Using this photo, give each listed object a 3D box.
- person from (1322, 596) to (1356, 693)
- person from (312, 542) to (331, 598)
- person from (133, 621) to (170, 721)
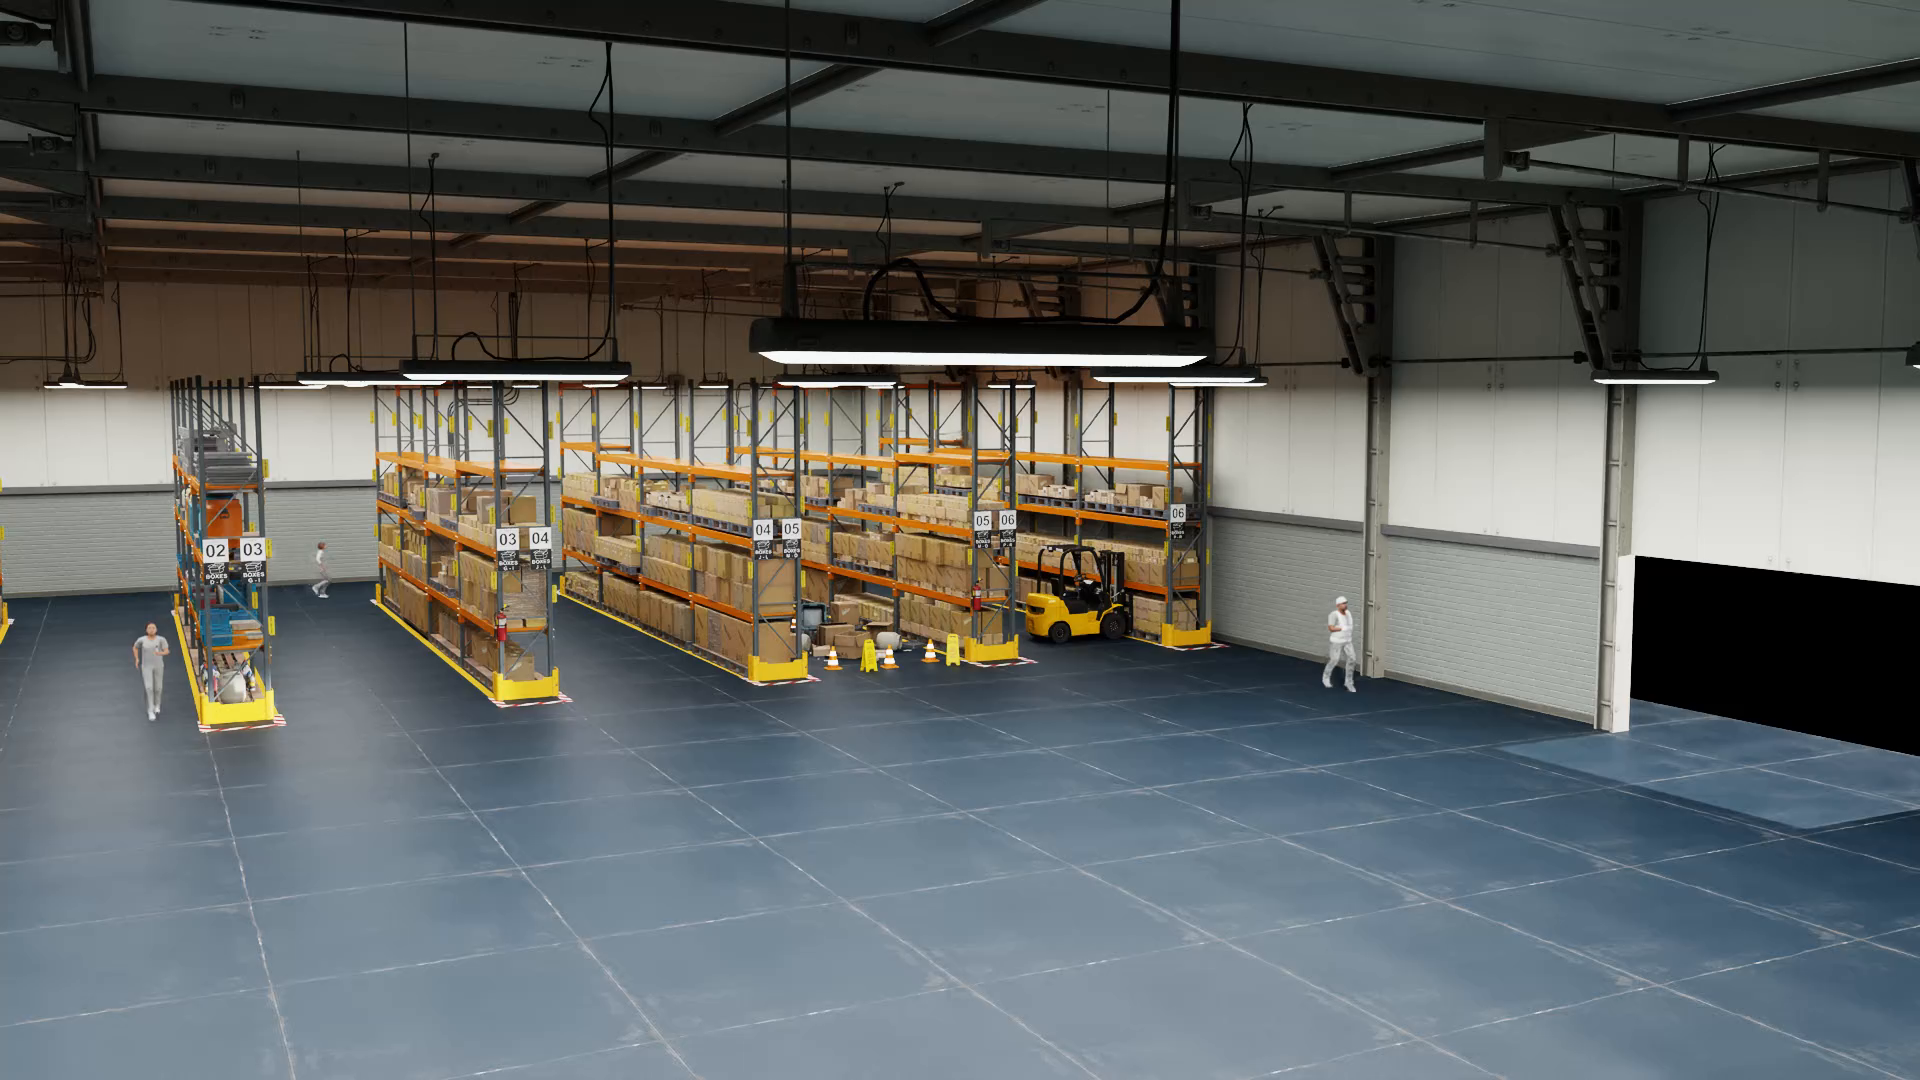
[{"bbox_3d":[7.287,1.995,31.885,0.704,1.850,0.798,-3,6,-31],"label":"person"},{"bbox_3d":[-17.789,0.843,46.320,0.496,1.543,0.546,-2,5,-18],"label":"person"},{"bbox_3d":[-14.187,2.267,29.215,0.551,1.687,0.905,-3,6,-31],"label":"person"}]
